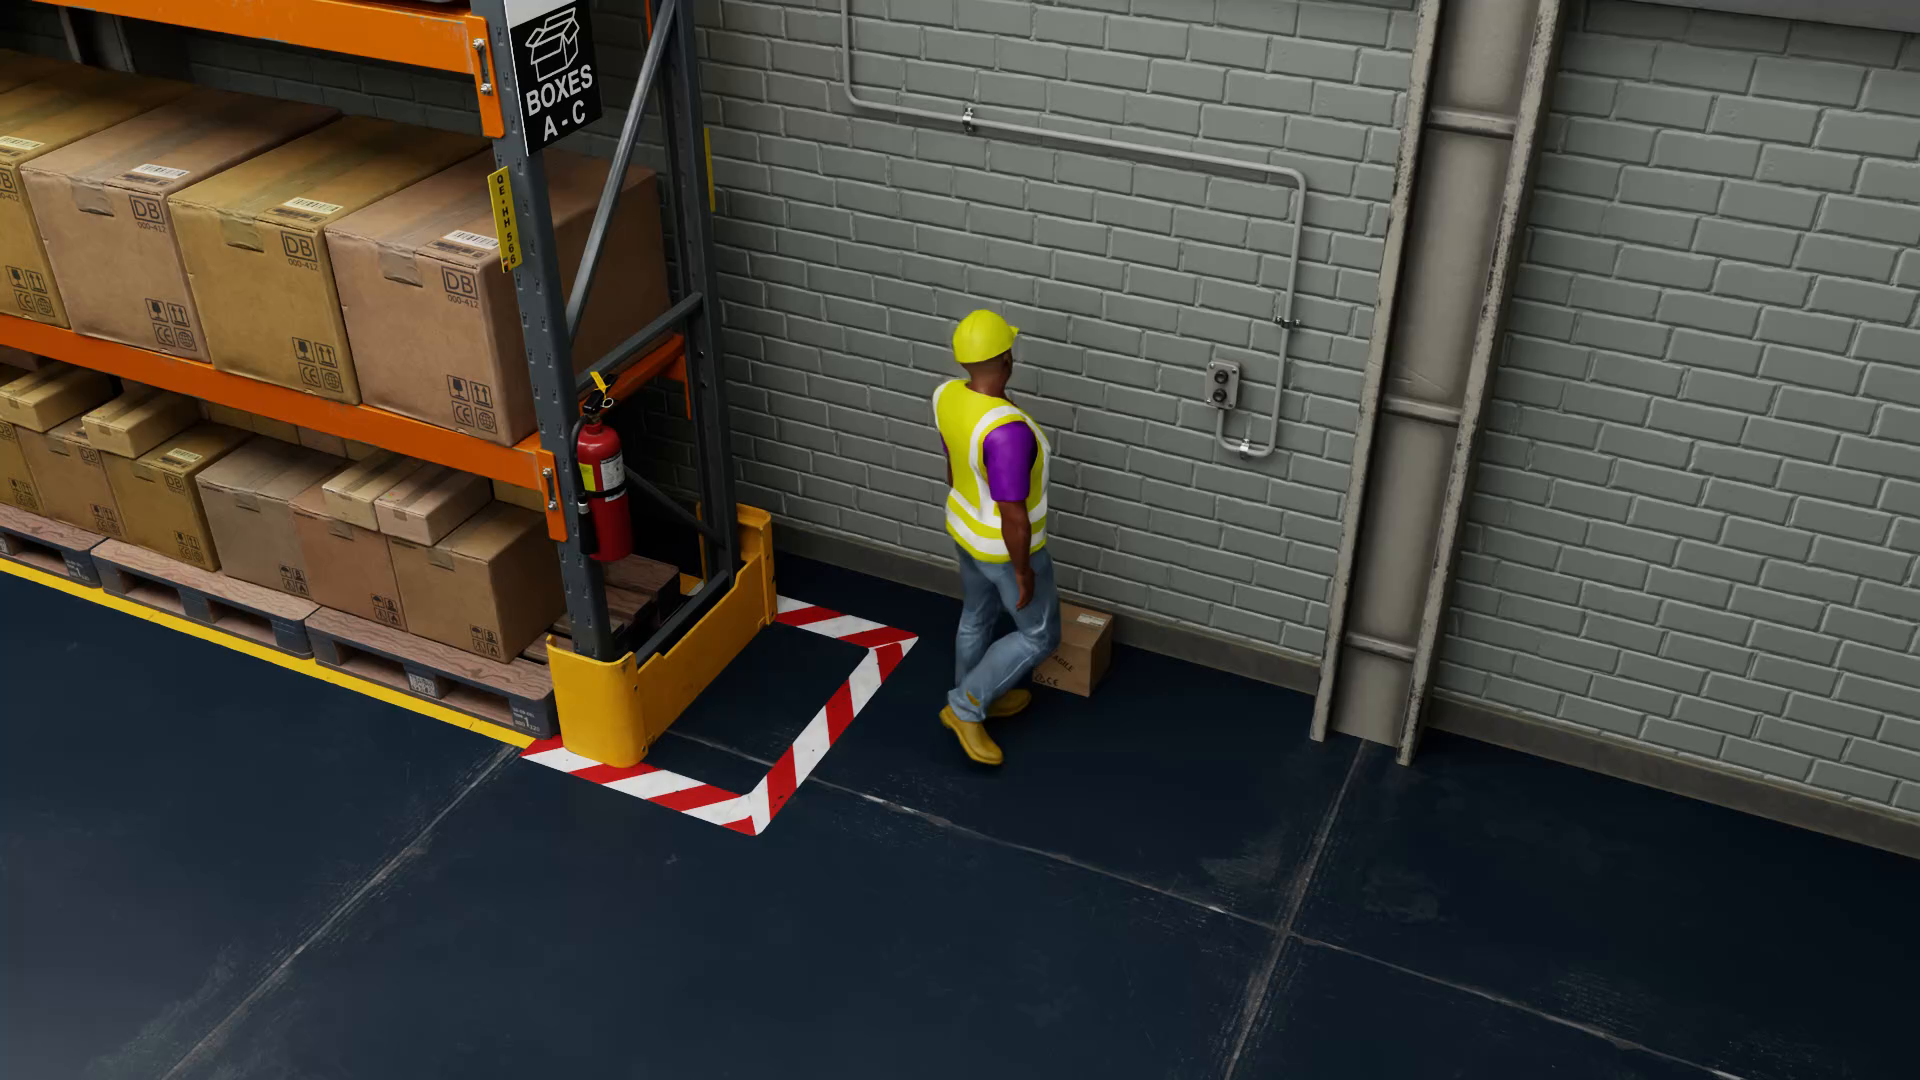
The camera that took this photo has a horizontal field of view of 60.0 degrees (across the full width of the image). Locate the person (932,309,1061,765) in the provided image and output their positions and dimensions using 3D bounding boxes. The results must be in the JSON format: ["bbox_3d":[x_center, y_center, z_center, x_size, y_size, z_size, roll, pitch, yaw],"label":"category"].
[{"bbox_3d":[0.100,0.002,6.091,0.469,1.757,0.590,-16,37,-22],"label":"person"}]
